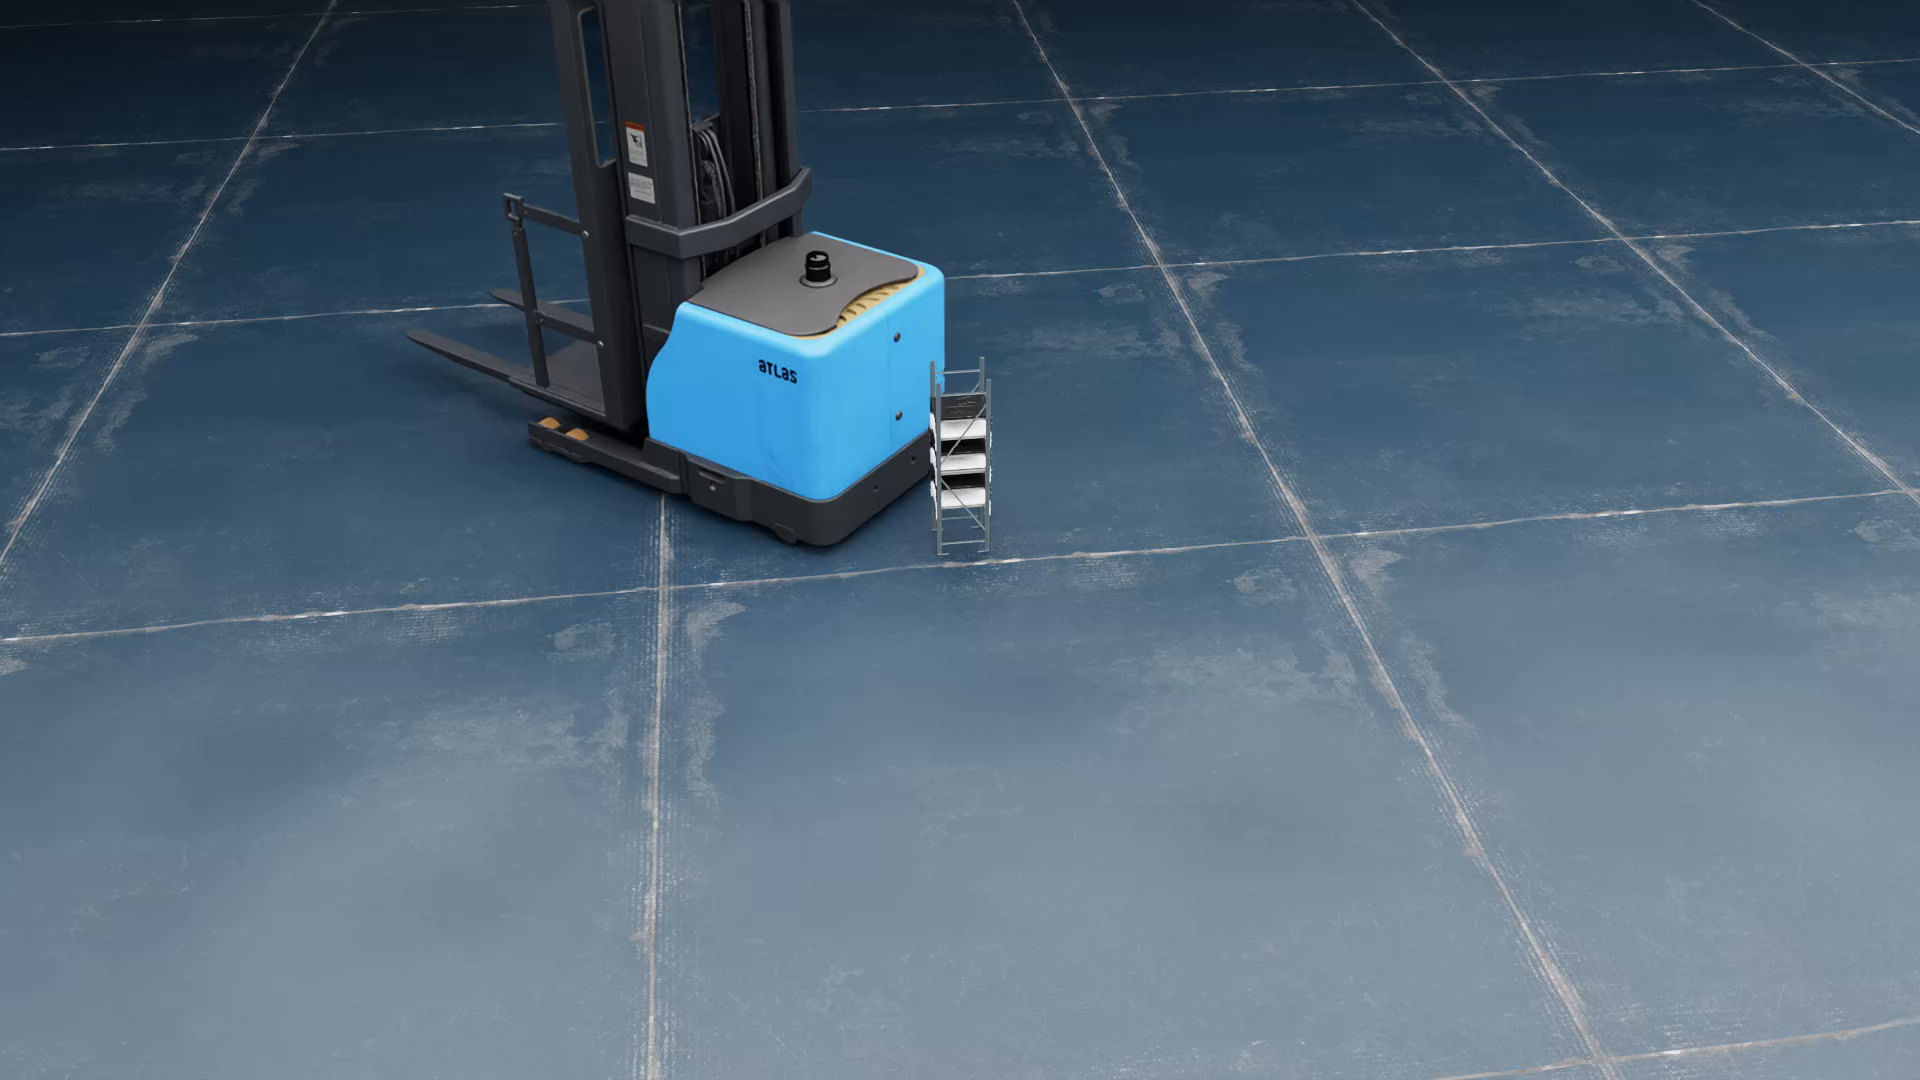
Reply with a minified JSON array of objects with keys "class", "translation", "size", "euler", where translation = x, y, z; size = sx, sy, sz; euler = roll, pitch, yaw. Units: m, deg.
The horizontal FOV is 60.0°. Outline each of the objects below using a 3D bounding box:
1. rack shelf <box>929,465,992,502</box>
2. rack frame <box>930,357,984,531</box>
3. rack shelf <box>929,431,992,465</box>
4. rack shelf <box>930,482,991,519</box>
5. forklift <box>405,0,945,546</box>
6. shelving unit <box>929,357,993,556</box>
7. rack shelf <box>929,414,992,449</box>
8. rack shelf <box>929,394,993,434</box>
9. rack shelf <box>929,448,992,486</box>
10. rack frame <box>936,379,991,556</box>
[{"class":"rack shelf","translation":[0.001,-0.265,7.559],"size":[0.258,0.077,0.200],"euler":[-4,35,-6]},{"class":"rack frame","translation":[-0.013,-0.424,7.573],"size":[0.240,0.900,0.006],"euler":[-4,35,-6]},{"class":"rack shelf","translation":[0.001,-0.414,7.458],"size":[0.258,0.077,0.200],"euler":[-4,35,-6]},{"class":"rack shelf","translation":[0.001,-0.191,7.610],"size":[0.258,0.077,0.200],"euler":[-4,35,-6]},{"class":"forklift","translation":[-1.565,-1.823,7.823],"size":[3.031,2.935,1.130],"euler":[21,39,28]},{"class":"shelving unit","translation":[0.001,-0.367,7.490],"size":[0.258,0.900,0.210],"euler":[-4,35,-6]},{"class":"rack shelf","translation":[0.001,-0.489,7.407],"size":[0.258,0.077,0.200],"euler":[-4,35,-6]},{"class":"rack shelf","translation":[0.001,-0.563,7.357],"size":[0.258,0.077,0.200],"euler":[-4,35,-6]},{"class":"rack shelf","translation":[0.001,-0.340,7.509],"size":[0.258,0.077,0.200],"euler":[-4,35,-6]},{"class":"rack frame","translation":[0.015,-0.311,7.407],"size":[0.240,0.900,0.006],"euler":[-4,35,-6]}]
